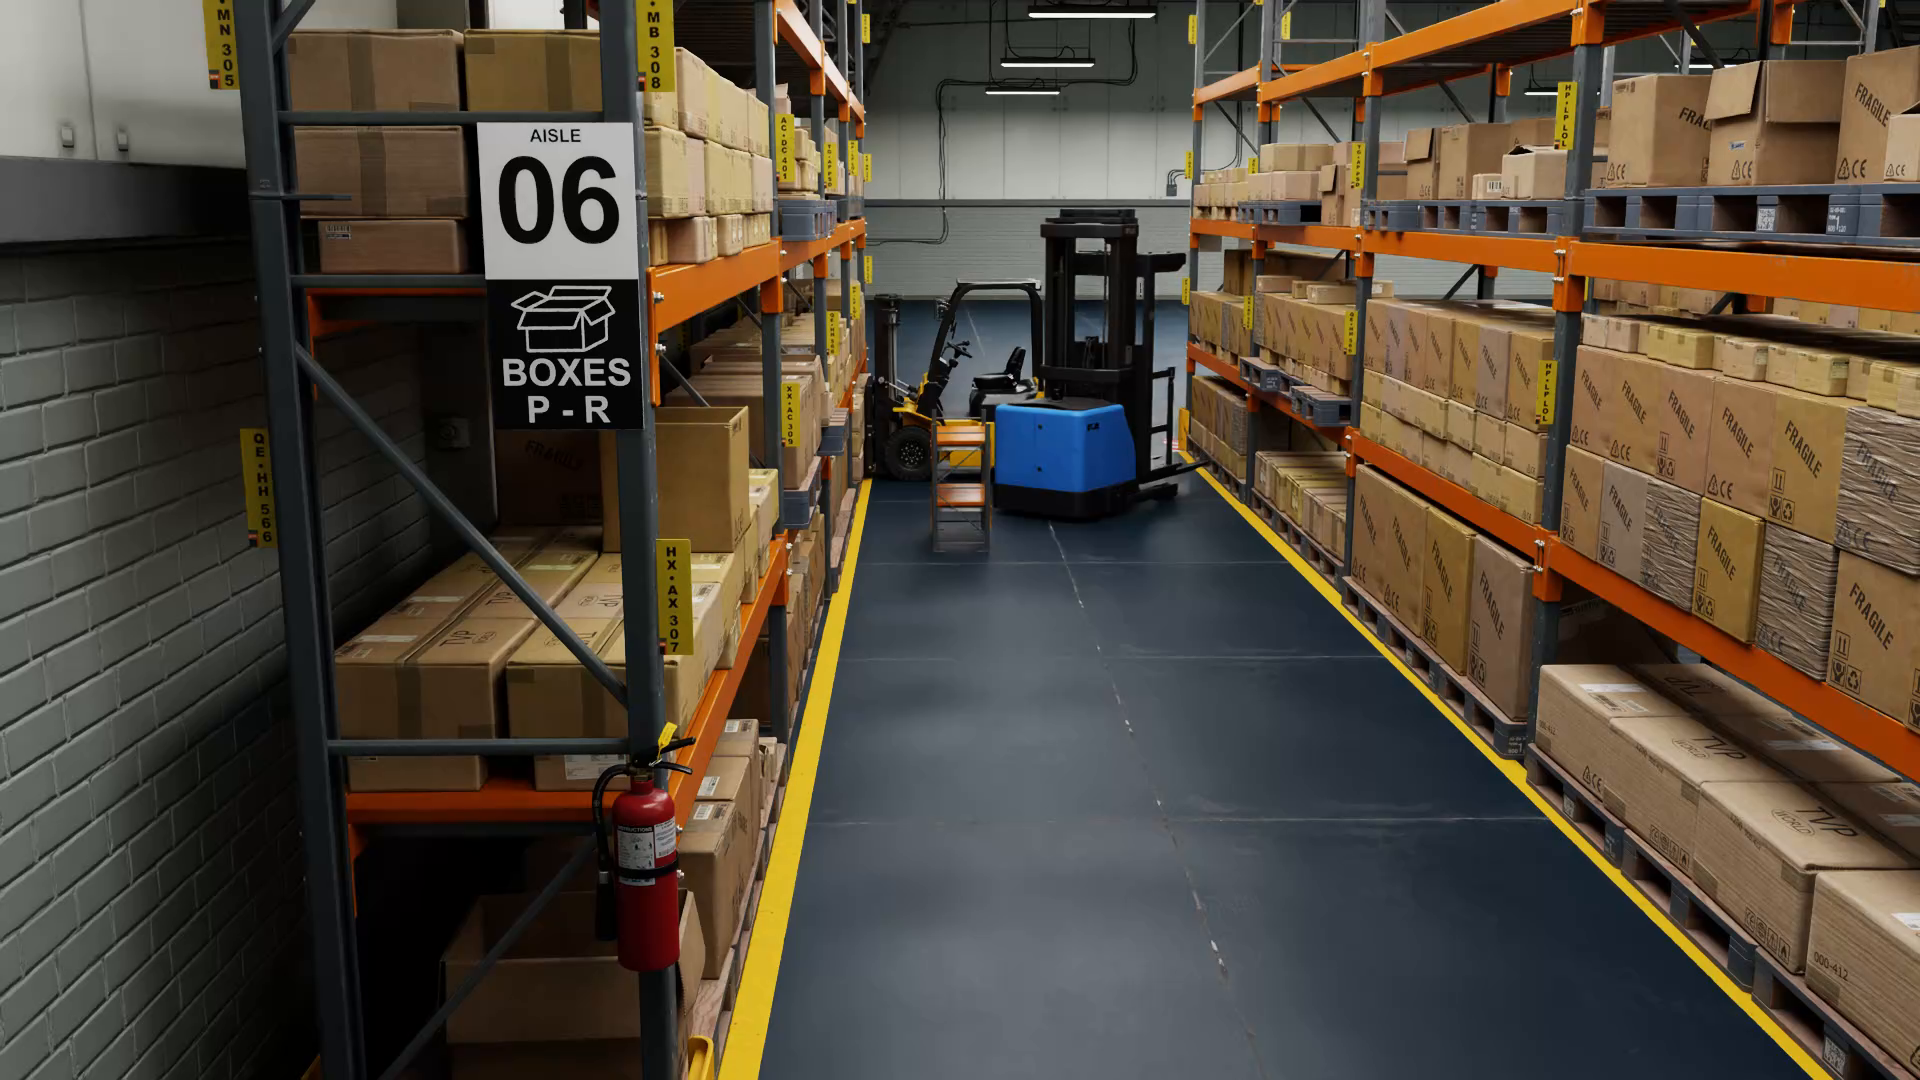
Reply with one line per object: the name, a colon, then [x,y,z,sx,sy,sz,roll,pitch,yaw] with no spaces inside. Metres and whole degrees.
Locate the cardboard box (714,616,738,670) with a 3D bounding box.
cardboard box: [-1.037,0.385,6.250,0.380,0.149,0.250,-1,11,-3]

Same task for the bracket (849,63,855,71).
bracket: [-2.677,-11.848,41.772,0.235,0.232,0.430,0,11,-1]

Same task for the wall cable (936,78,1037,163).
wall cable: [0.801,-12.913,51.183,3.097,2.526,0.112,0,11,-1]

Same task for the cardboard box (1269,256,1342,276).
cardboard box: [3.606,-2.697,17.293,0.700,0.500,0.500,0,11,-1]

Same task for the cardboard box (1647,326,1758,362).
cardboard box: [3.312,-0.874,7.424,0.380,0.149,0.250,0,11,-2]

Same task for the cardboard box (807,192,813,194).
cardboard box: [-1.245,-2.528,11.807,0.380,0.149,0.250,0,11,0]

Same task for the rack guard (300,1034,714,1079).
rack guard: [-1.329,1.794,4.957,1.175,0.500,0.348,0,11,-1]

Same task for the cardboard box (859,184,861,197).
cardboard box: [-1.337,-4.034,19.180,0.380,0.149,0.250,-1,11,-3]

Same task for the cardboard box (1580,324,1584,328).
cardboard box: [3.793,-0.960,9.483,0.500,0.500,0.500,0,11,-1]

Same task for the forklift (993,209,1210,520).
forklift: [1.589,-1.874,16.925,1.130,2.935,3.031,8,14,35]

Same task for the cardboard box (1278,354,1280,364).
cardboard box: [3.162,-1.688,15.410,0.380,0.149,0.250,1,11,2]

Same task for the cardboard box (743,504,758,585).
cardboard box: [-1.133,0.016,7.065,0.500,0.250,0.500,0,11,-2]

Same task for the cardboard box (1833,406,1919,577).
cardboard box: [3.347,-0.174,5.608,0.500,0.500,0.500,0,11,-1]

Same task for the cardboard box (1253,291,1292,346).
cardboard box: [3.110,-2.128,15.949,0.500,0.500,0.500,0,11,0]

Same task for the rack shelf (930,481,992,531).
rack shelf: [0.000,-0.310,14.989,0.538,0.278,1.000,0,11,-1]

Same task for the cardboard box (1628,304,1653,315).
cardboard box: [8.224,-2.436,19.147,0.875,0.550,0.550,0,11,-1]

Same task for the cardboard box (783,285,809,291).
cardboard box: [-1.861,-2.733,18.357,0.380,0.149,0.250,0,11,-1]

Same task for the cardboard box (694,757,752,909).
cardboard box: [-1.135,1.206,6.800,0.500,0.500,0.500,0,11,0]

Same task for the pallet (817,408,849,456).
pallet: [-1.408,-0.777,11.829,1.213,0.211,1.003,0,11,-1]

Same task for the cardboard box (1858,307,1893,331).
cardboard box: [8.382,-2.000,14.605,0.700,0.500,0.500,0,11,-2]

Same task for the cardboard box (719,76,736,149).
cardboard box: [-1.122,-1.594,6.201,0.500,0.250,0.500,0,11,0]

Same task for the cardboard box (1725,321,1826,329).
cardboard box: [3.770,-0.926,7.683,0.380,0.149,0.250,0,11,-1]

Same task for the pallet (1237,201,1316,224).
pallet: [3.294,-3.077,15.609,1.213,0.211,1.003,0,11,-1]

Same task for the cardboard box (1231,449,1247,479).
cardboard box: [3.106,-0.797,17.301,0.500,0.250,0.500,0,11,1]

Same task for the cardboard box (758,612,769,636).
cardboard box: [-1.151,0.418,9.052,0.380,0.149,0.250,0,11,2]

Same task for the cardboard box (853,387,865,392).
cardboard box: [-1.297,-1.552,18.507,0.500,0.250,0.500,0,11,-2]

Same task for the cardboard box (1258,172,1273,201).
cardboard box: [3.010,-3.206,15.093,0.500,0.250,0.500,0,11,-2]

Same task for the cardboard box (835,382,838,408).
cardboard box: [-1.280,-1.224,13.924,0.500,0.250,0.500,-1,11,-3]

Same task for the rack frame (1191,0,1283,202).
rack frame: [3.305,-5.557,19.819,1.000,3.000,0.127,0,11,-1]

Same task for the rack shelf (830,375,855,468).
rack shelf: [-1.534,-1.051,14.503,1.077,0.370,4.000,0,11,-1]

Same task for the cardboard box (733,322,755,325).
cardboard box: [-1.809,-1.843,14.718,0.380,0.149,0.250,0,11,-2]

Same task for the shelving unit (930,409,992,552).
shelving unit: [0.000,-0.550,14.941,0.538,1.125,1.048,0,11,-1]

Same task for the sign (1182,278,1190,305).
sign: [2.762,-3.039,20.318,0.100,0.325,0.005,0,11,-1]

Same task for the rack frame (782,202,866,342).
rack frame: [-1.658,-2.596,20.311,1.000,3.000,0.127,0,11,-1]

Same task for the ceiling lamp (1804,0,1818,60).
ceiling lamp: [23.449,-13.559,44.580,2.000,3.185,0.800,0,11,-1]

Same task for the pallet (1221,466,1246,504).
pallet: [3.338,-0.589,17.430,1.003,0.211,1.213,0,11,-1]

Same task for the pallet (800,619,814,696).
pallet: [-1.493,0.751,10.825,1.003,0.211,1.213,0,11,-1]

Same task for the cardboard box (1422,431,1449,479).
cardboard box: [3.276,-0.551,10.606,0.500,0.250,0.500,0,11,-1]

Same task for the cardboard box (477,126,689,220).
cardboard box: [-1.063,-1.047,4.761,0.500,0.250,0.500,0,11,-2]

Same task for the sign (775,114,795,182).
sign: [-0.867,-1.938,8.222,0.100,0.325,0.005,0,11,-1]

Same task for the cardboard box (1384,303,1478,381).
cardboard box: [3.256,-1.368,11.493,0.500,0.500,0.500,0,11,-1]

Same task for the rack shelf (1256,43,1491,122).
rack shelf: [3.429,-3.816,14.051,1.077,0.370,4.000,0,11,-1]

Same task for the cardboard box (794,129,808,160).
cardboard box: [-0.978,-2.019,8.500,0.380,0.149,0.250,0,11,0]

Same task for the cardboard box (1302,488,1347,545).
cardboard box: [3.445,-0.204,14.073,0.950,0.372,0.625,0,11,-2]

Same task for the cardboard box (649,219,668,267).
cardboard box: [-1.121,-0.930,5.185,0.380,0.149,0.250,0,11,-1]

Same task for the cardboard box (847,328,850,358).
cardboard box: [-1.309,-1.876,15.881,0.500,0.250,0.500,0,11,-2]

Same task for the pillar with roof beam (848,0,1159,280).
pillar with roof beam: [1.140,-11.375,48.496,9.100,9.000,0.548,0,11,-1]

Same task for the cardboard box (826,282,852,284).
cardboard box: [-1.440,-2.888,19.118,0.380,0.149,0.250,0,11,-1]

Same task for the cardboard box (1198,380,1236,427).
cardboard box: [3.061,-1.573,19.241,0.500,0.500,0.500,-1,11,-3]

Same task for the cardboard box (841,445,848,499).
cardboard box: [-1.553,-0.739,16.075,0.875,0.625,0.625,0,11,1]

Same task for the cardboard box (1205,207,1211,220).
cardboard box: [3.053,-3.792,19.294,0.380,0.149,0.250,0,11,0]

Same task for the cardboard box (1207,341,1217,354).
cardboard box: [3.047,-2.221,19.092,0.380,0.149,0.250,0,11,0]

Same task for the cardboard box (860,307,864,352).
cardboard box: [-1.384,-2.445,19.315,0.500,0.500,0.500,0,11,1]

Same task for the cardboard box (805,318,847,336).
cardboard box: [-1.232,-1.949,15.239,0.380,0.149,0.250,-1,11,-3]

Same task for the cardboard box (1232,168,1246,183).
cardboard box: [3.028,-3.776,17.211,0.380,0.149,0.250,0,11,1]
